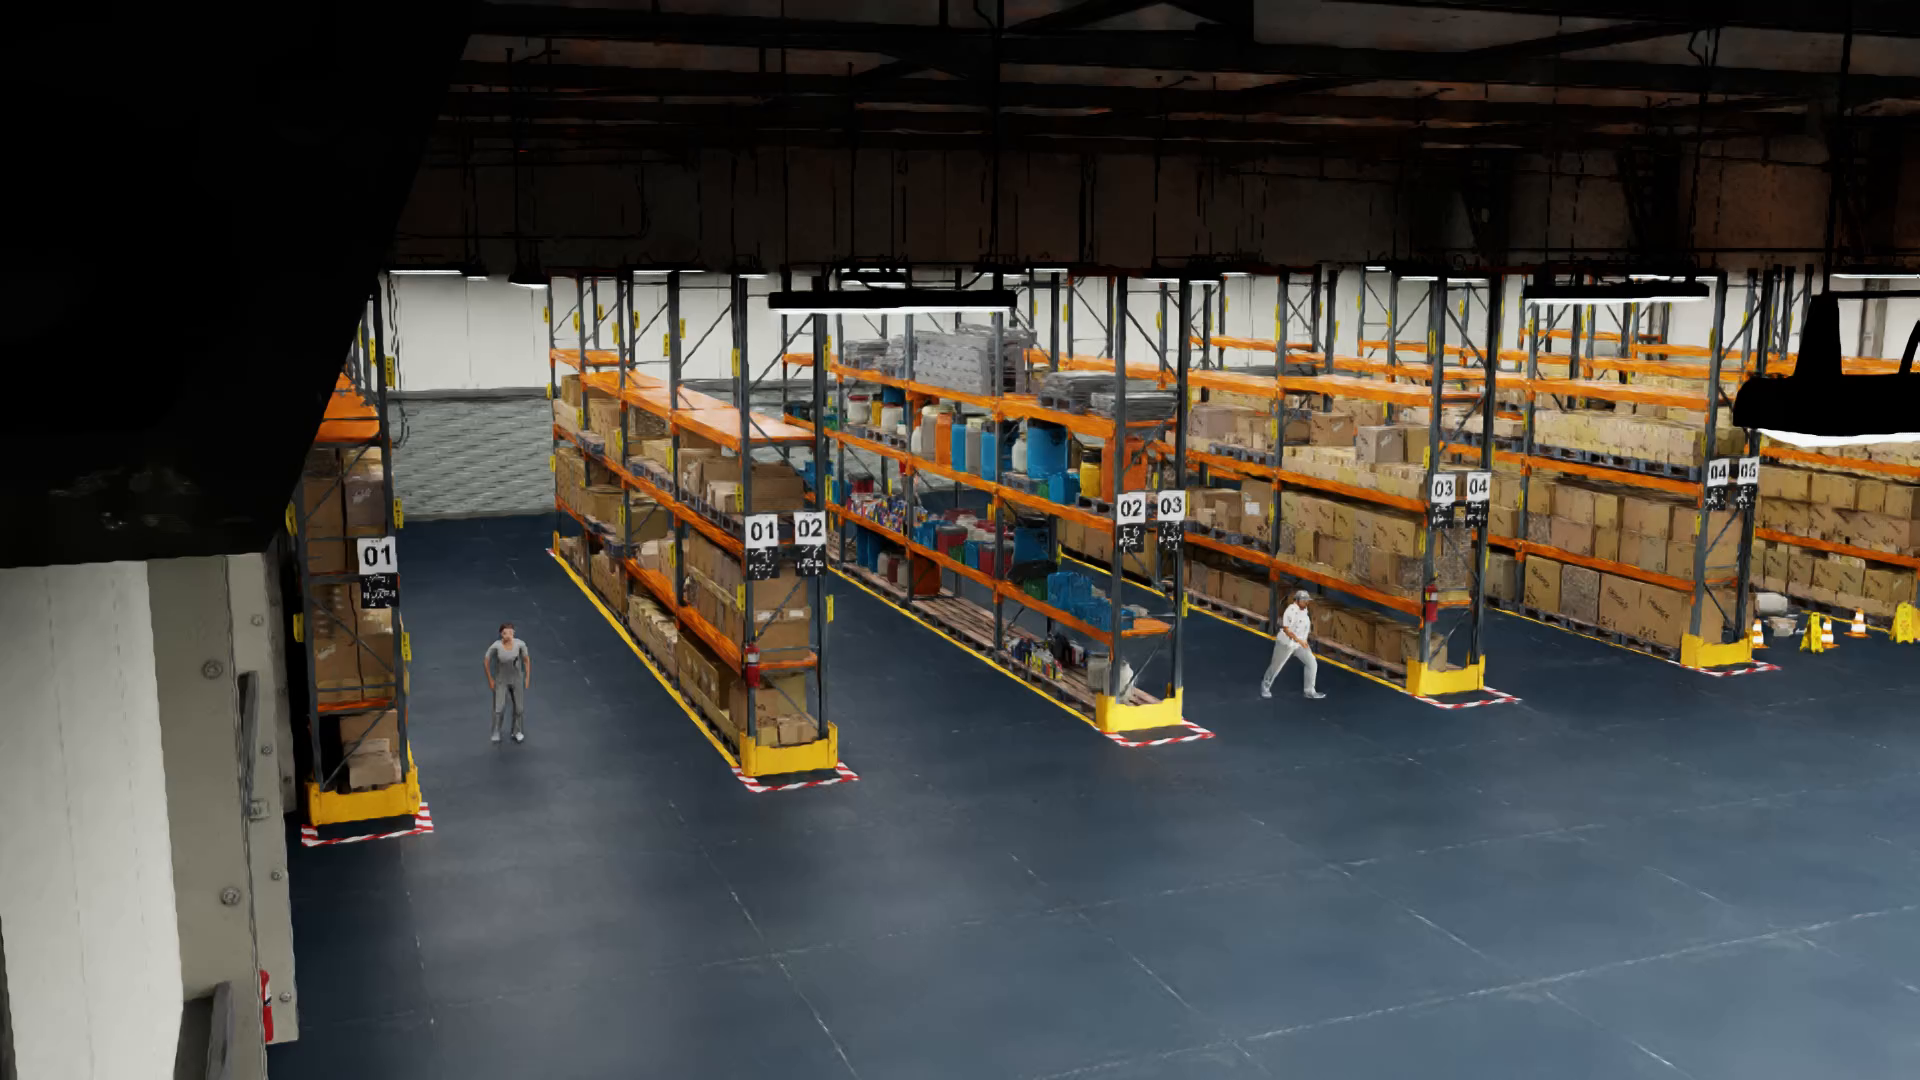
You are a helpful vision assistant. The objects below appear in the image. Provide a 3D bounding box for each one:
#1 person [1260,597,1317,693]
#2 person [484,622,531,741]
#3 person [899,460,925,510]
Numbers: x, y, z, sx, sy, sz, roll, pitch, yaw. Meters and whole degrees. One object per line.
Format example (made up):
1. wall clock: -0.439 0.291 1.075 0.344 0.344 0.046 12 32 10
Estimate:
1. person: 4.708 1.439 23.622 0.589 1.517 0.803 -8 13 -39
2. person: -5.855 1.829 21.540 0.580 1.617 0.502 -4 11 -23
3. person: -1.185 -1.494 40.196 0.696 1.714 0.481 6 12 32
